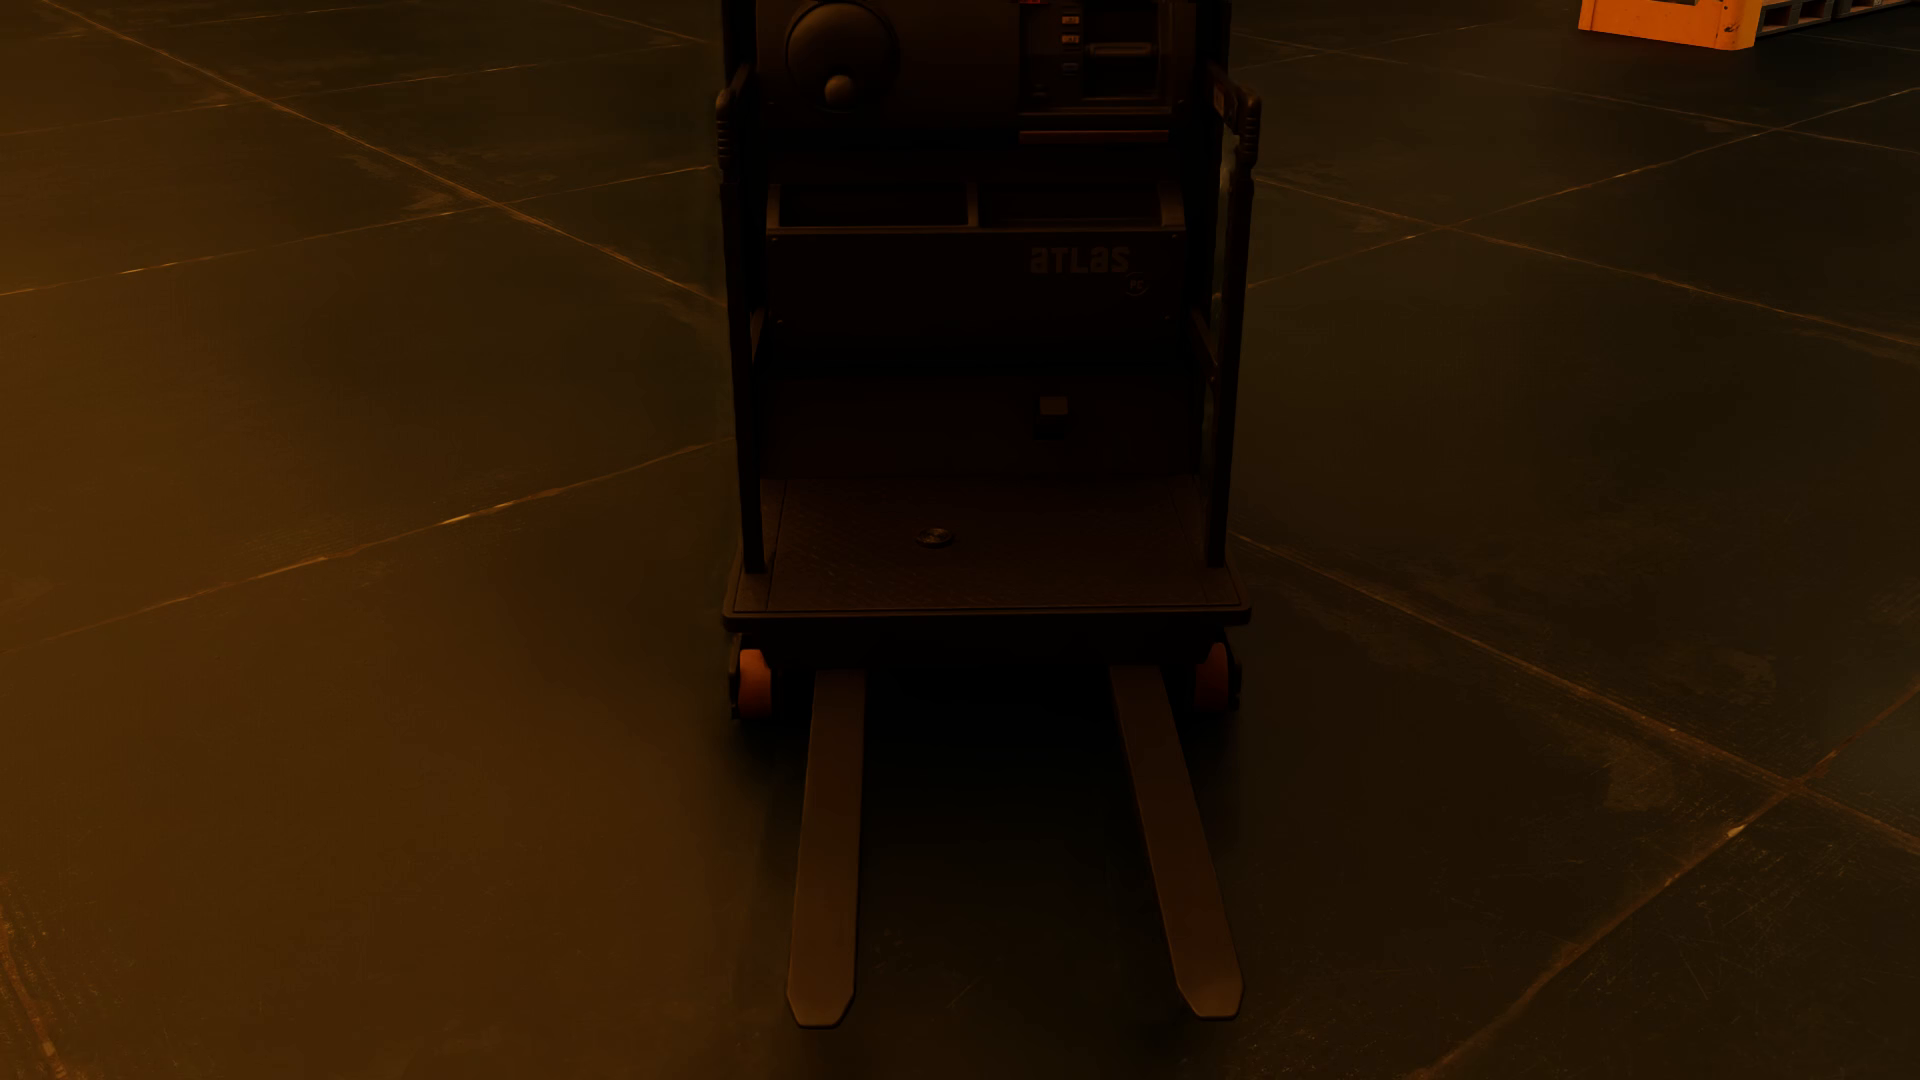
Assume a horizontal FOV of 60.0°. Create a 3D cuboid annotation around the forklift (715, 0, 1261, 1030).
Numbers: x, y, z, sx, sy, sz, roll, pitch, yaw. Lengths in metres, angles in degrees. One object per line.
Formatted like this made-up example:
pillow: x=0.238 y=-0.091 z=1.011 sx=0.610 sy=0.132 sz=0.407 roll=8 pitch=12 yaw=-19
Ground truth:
forklift: x=0.044 y=-1.054 z=3.327 sx=1.130 sy=2.935 sz=3.031 roll=-1 pitch=26 yaw=-2
